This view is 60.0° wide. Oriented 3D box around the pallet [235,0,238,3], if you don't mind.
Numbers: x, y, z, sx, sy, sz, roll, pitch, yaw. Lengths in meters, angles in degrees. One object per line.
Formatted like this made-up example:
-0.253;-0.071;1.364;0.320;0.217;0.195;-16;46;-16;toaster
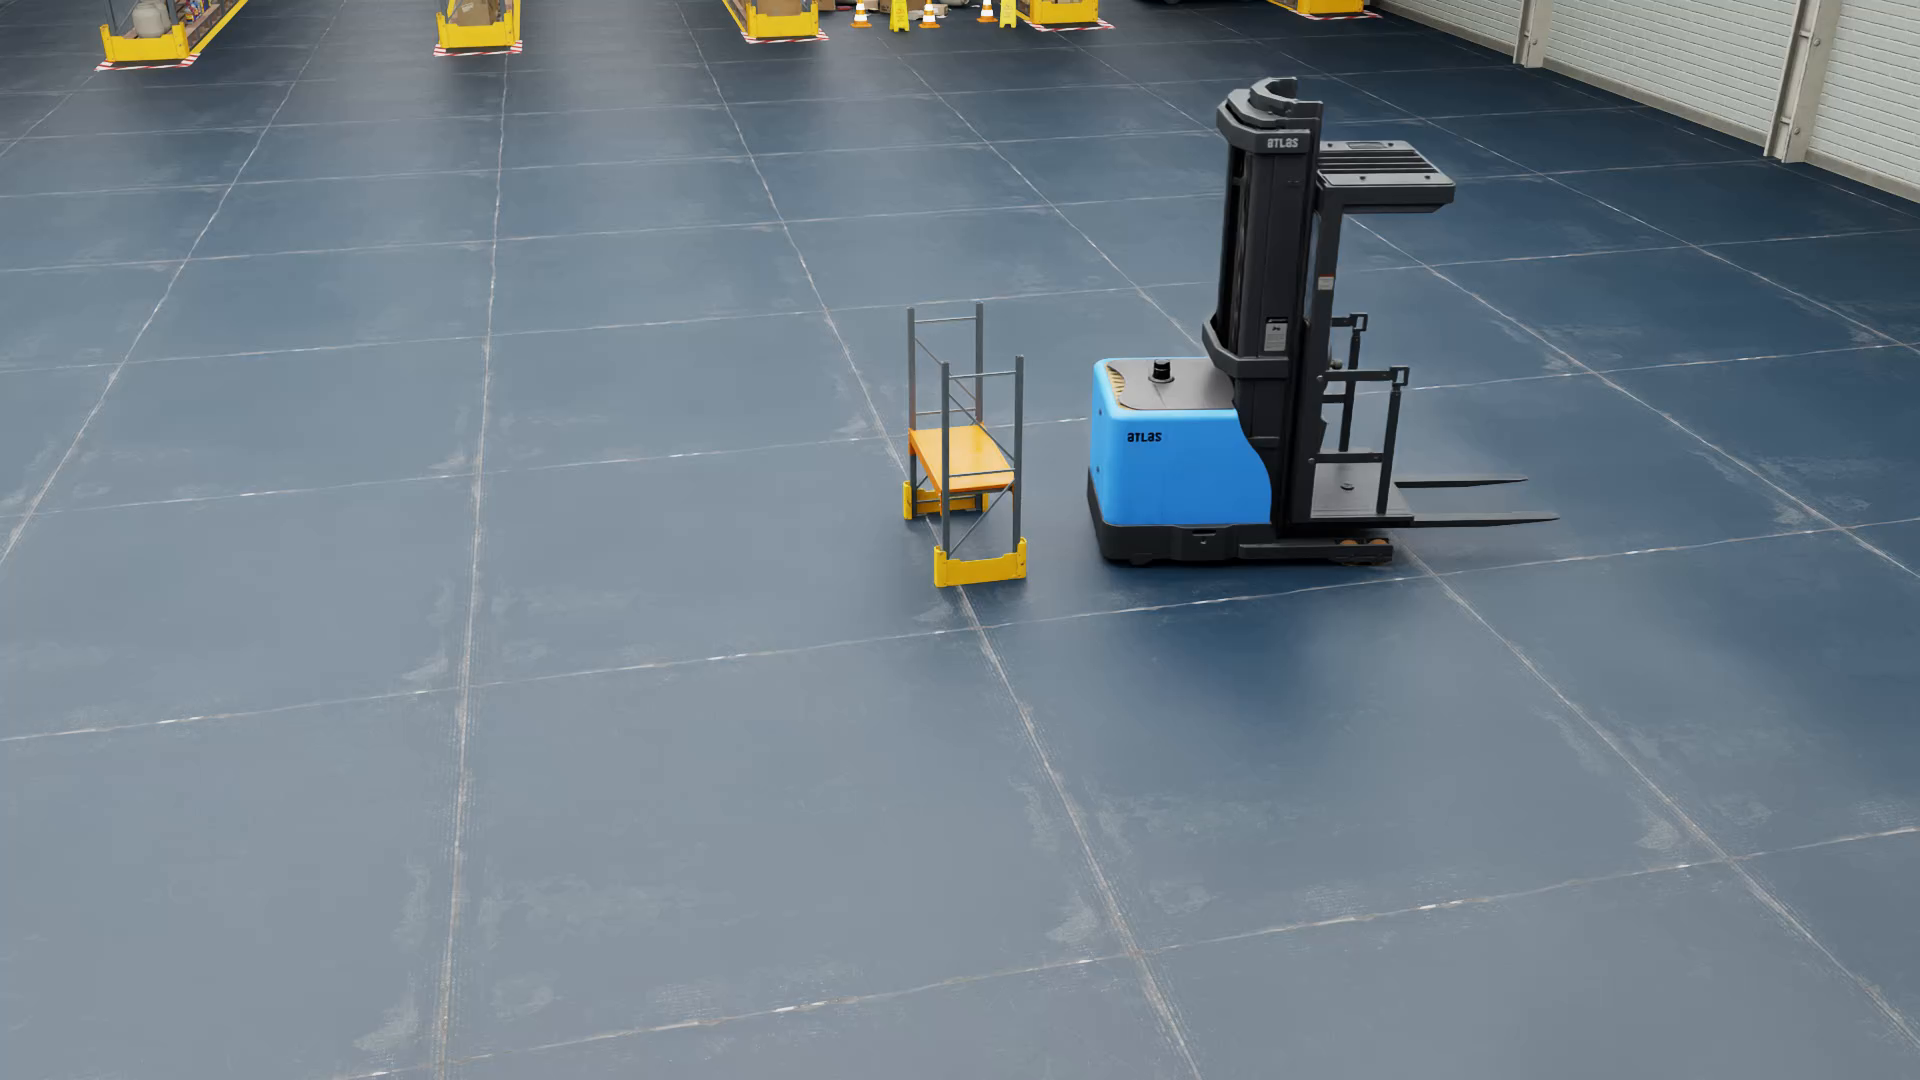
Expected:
-14.045;-10.256;31.182;1.003;0.211;1.213;-6;27;-12;pallet

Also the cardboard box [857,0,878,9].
-1.689;-9.798;30.213;0.396;0.266;0.258;-1;27;-3;cardboard box

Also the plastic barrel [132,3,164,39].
-12.873;-8.226;26.359;0.421;0.512;0.421;0;27;0;plastic barrel

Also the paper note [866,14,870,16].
-1.659;-9.346;29.581;0.144;0.017;0.142;3;27;6;paper note

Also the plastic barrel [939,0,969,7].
-0.110;-9.980;30.399;0.512;0.421;0.421;13;30;24;plastic barrel

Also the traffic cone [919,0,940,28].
-0.528;-9.040;28.493;0.336;0.463;0.334;-6;27;-12;traffic cone

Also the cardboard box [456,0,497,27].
-7.949;-8.718;27.348;0.500;0.500;0.500;-1;27;-2;cardboard box

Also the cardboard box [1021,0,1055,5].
1.381;-9.675;29.521;0.500;0.250;0.500;-6;27;-12;cardboard box

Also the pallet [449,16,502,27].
-7.990;-8.519;27.741;1.003;0.211;1.213;-6;27;-12;pallet

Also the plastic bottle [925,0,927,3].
-0.607;-10.064;30.968;0.133;0.061;0.283;-1;27;-3;plastic bottle

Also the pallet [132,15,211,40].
-13.162;-8.543;27.788;1.003;0.211;1.213;-6;27;-12;pallet

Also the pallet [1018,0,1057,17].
1.665;-9.526;29.734;1.003;0.211;1.213;-6;27;-12;pallet

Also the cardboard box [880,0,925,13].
-1.032;-9.776;29.907;0.637;0.503;0.797;19;32;32;cardboard box

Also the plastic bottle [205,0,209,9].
-13.125;-9.384;28.811;0.144;0.351;0.185;-7;28;-13;plastic bottle

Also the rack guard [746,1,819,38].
-2.964;-8.703;27.785;1.175;0.500;0.348;-6;27;-12;rack guard

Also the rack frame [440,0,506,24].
-7.824;-9.370;26.333;1.000;3.000;0.127;-6;27;-12;rack frame

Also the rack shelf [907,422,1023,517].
0.019;-0.472;10.765;0.538;0.185;1.000;-6;27;-12;rack shelf

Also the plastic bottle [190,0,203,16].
-12.977;-9.053;28.238;0.152;0.276;0.135;-5;27;-11;plastic bottle

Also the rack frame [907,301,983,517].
-0.095;-0.855;11.126;0.500;1.500;0.032;-6;27;-12;rack frame

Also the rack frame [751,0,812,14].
-2.969;-9.830;27.243;1.000;3.000;0.127;-6;27;-12;rack frame

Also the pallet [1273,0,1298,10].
6.453;-9.969;30.613;1.003;0.211;1.213;-6;27;-12;pallet

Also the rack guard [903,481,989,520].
-0.095;-0.297;11.407;0.587;0.250;0.087;-6;27;-12;rack guard

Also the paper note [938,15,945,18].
-0.322;-9.264;29.417;0.148;0.019;0.142;-16;31;-29;paper note

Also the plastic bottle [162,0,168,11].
-13.623;-9.154;28.443;0.097;0.271;0.097;0;27;0;plastic bottle

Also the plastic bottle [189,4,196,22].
-12.788;-8.780;27.689;0.061;0.283;0.133;-5;27;-11;plastic bottle

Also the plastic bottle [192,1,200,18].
-12.900;-8.957;28.053;0.097;0.271;0.097;0;27;0;plastic bottle

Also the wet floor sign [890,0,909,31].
-1.034;-8.967;28.146;0.267;0.644;0.232;-11;29;-20;wet floor sign

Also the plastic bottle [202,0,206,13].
-13.005;-9.202;28.526;0.061;0.283;0.133;-4;27;-8;plastic bottle

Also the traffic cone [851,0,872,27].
-1.705;-9.075;28.562;0.336;0.463;0.334;-6;27;-12;traffic cone

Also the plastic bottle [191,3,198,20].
-12.855;-8.868;27.877;0.097;0.271;0.097;0;27;0;plastic bottle

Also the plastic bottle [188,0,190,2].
-13.103;-9.106;28.335;0.061;0.283;0.133;-6;27;-12;plastic bottle

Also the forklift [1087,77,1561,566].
2.409;-1.378;10.574;3.031;2.935;1.130;-1;27;-2;forklift

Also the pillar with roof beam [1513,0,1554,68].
4.545;-10.887;22.679;9.100;9.000;0.400;-6;27;-12;pillar with roof beam

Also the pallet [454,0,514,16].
-8.540;-9.590;29.863;1.003;0.211;1.213;-6;27;-12;pallet

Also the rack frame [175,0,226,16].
-13.551;-10.624;28.815;1.000;3.000;0.127;-6;27;-12;rack frame

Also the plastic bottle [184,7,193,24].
-12.755;-8.674;27.491;0.097;0.271;0.097;0;27;0;plastic bottle

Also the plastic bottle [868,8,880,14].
-1.569;-9.512;29.875;0.133;0.061;0.283;-16;31;-29;plastic bottle

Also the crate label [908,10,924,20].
-0.765;-9.233;29.238;0.250;0.136;0.298;-23;35;-38;crate label

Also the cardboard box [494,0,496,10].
-8.239;-9.254;28.409;0.500;0.500;0.500;-3;27;-7;cardboard box

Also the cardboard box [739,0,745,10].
-3.387;-9.746;28.968;0.875;0.875;0.875;-6;27;-12;cardboard box

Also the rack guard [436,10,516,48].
-7.841;-8.288;26.962;1.175;0.500;0.348;-6;27;-12;rack guard

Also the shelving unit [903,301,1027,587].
0.017;-0.636;10.692;0.587;1.500;1.083;-6;27;-12;shelving unit

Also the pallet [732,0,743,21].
-3.497;-9.462;29.610;1.003;0.211;1.213;-6;27;-12;pallet

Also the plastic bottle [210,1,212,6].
-13.166;-9.443;29.094;0.097;0.201;0.097;0;27;0;plastic bottle
